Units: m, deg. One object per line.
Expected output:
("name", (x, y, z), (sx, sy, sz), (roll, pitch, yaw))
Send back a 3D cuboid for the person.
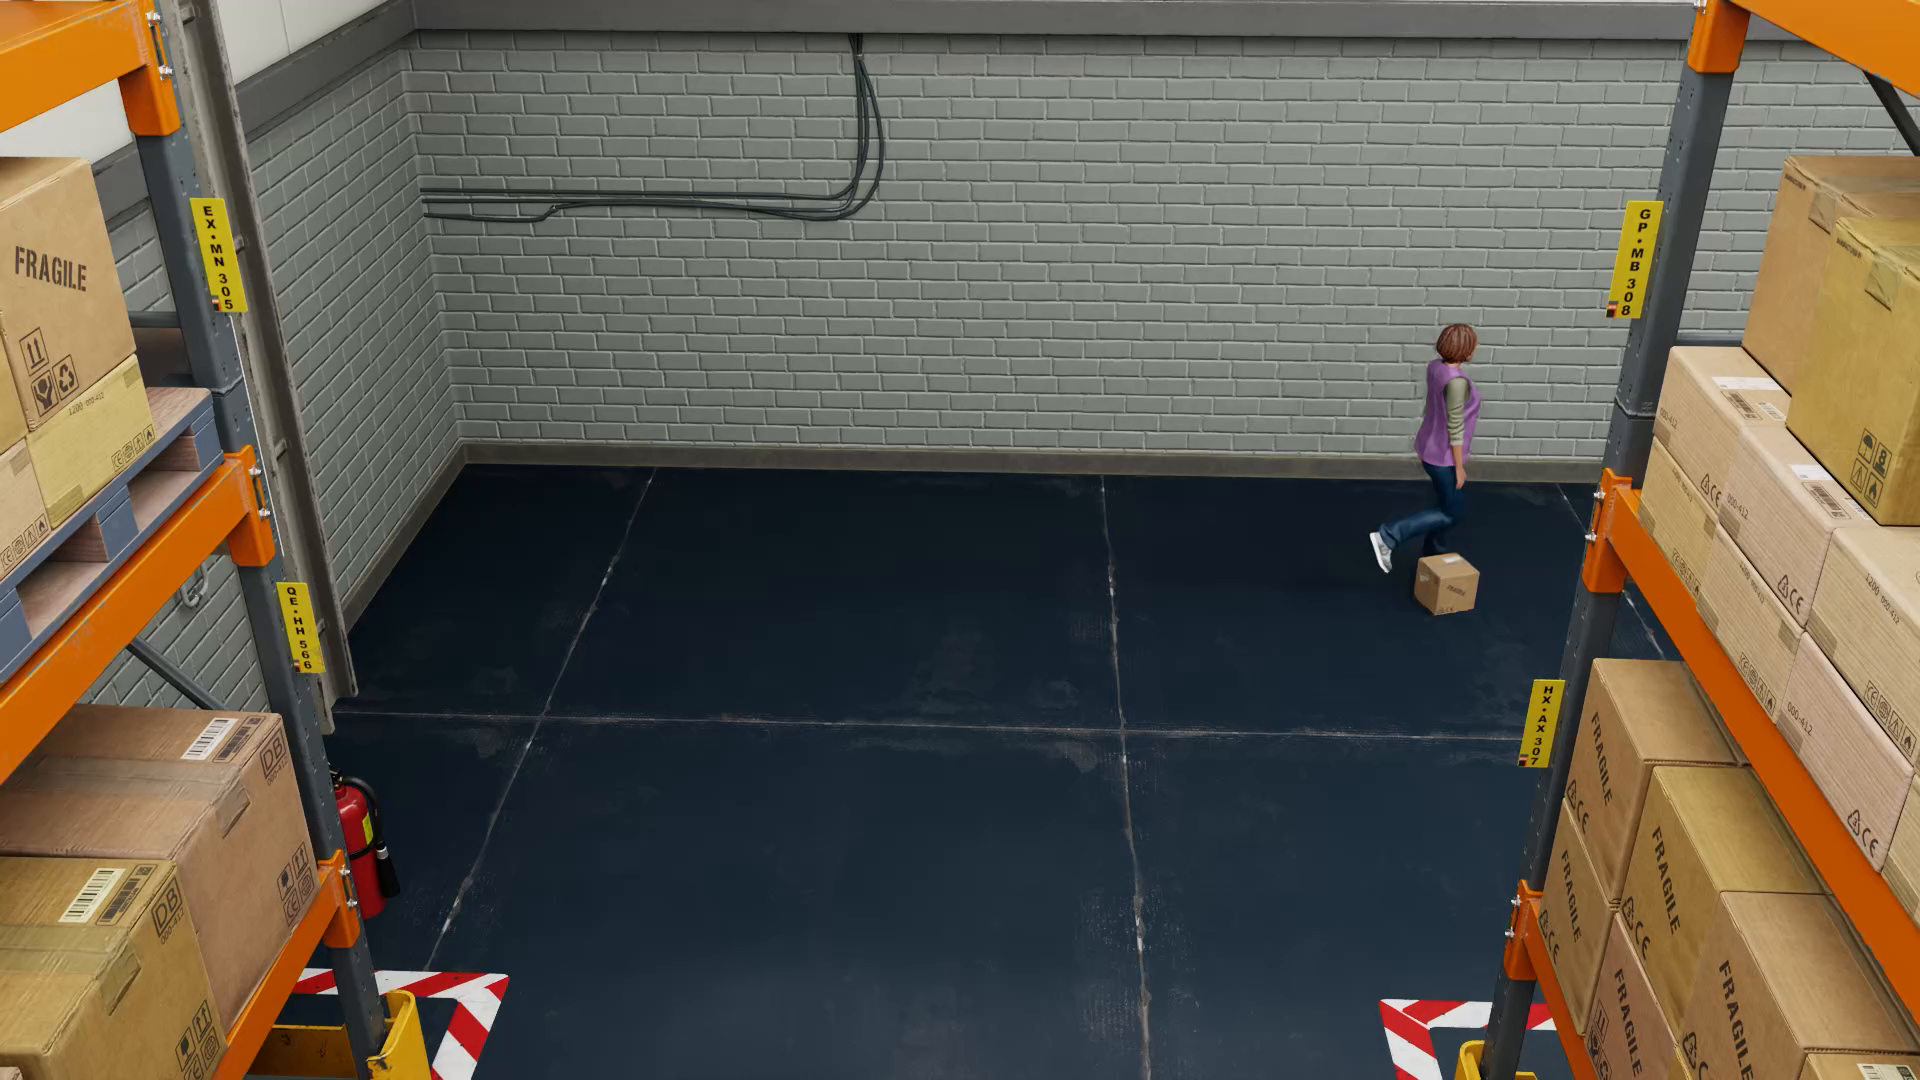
("person", (2.704, -0.483, 9.491), (0.646, 1.575, 0.421), (1, 28, 1))
